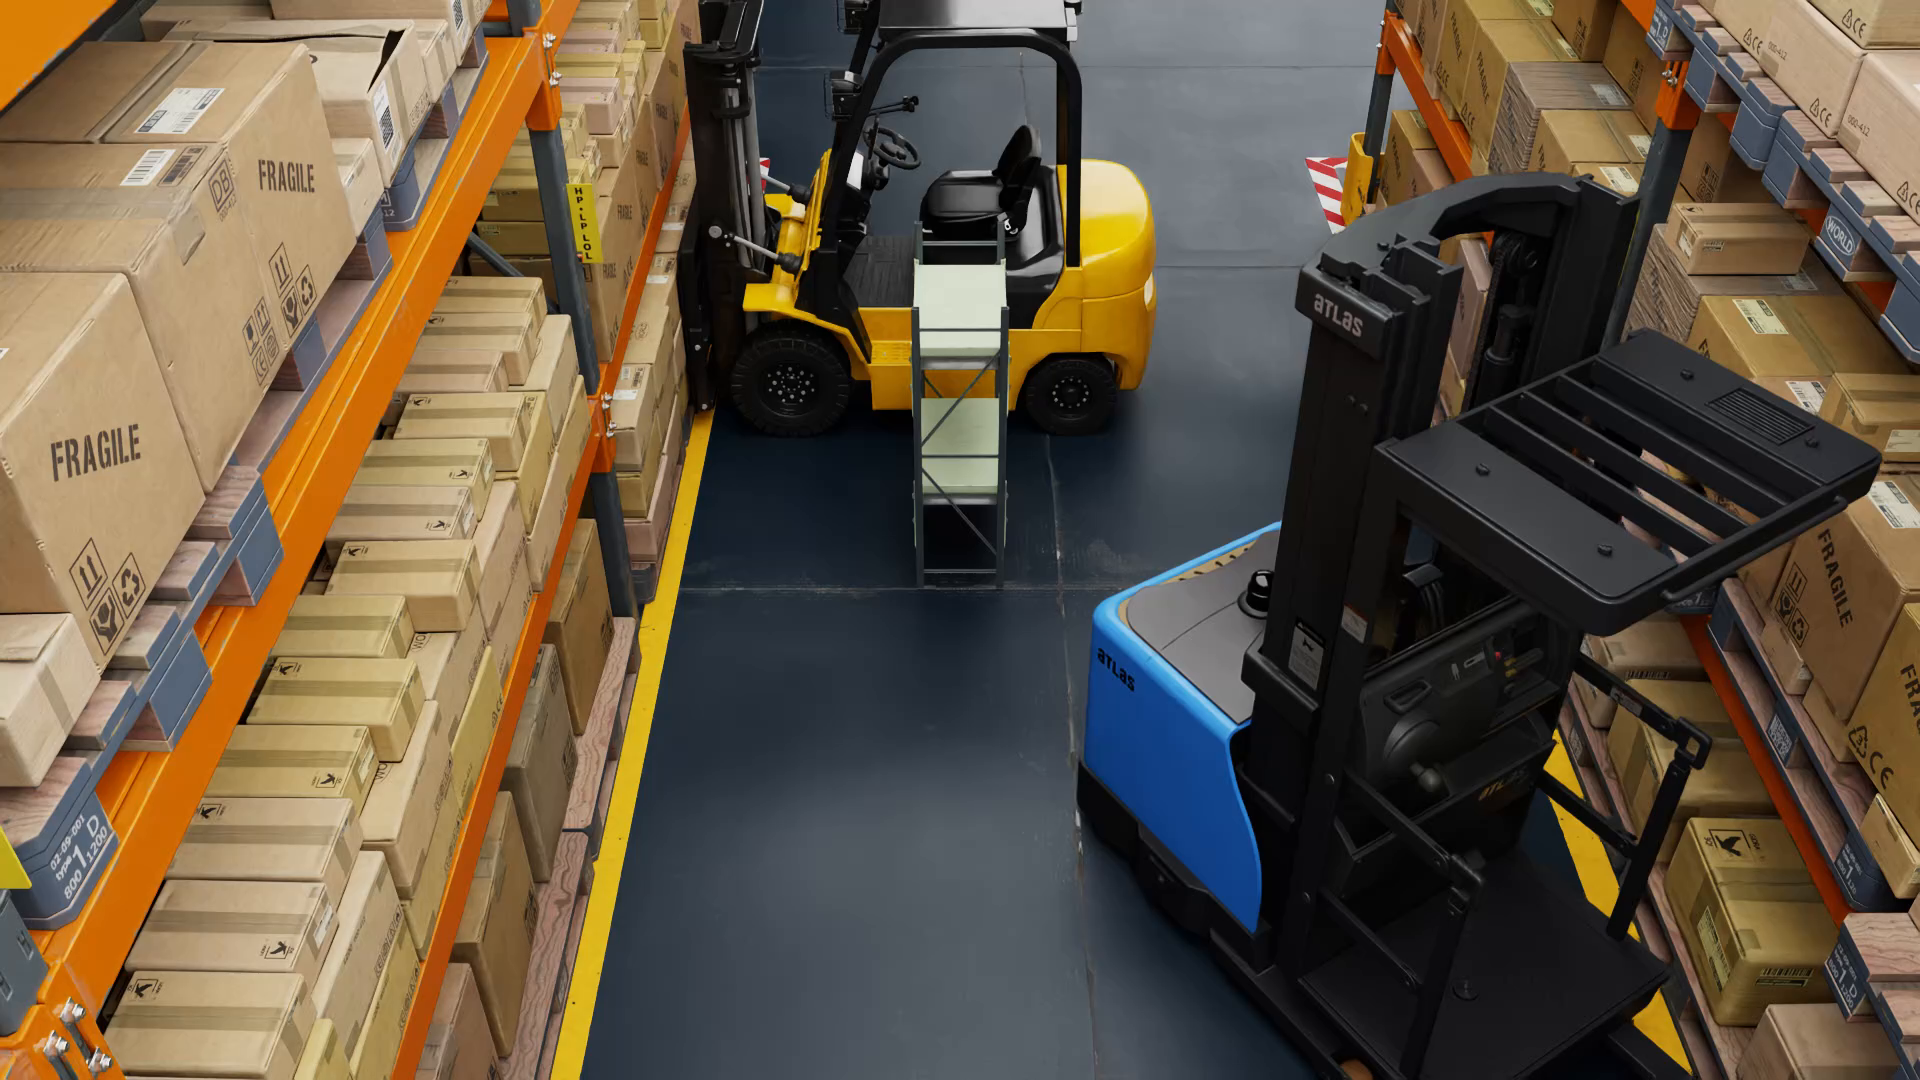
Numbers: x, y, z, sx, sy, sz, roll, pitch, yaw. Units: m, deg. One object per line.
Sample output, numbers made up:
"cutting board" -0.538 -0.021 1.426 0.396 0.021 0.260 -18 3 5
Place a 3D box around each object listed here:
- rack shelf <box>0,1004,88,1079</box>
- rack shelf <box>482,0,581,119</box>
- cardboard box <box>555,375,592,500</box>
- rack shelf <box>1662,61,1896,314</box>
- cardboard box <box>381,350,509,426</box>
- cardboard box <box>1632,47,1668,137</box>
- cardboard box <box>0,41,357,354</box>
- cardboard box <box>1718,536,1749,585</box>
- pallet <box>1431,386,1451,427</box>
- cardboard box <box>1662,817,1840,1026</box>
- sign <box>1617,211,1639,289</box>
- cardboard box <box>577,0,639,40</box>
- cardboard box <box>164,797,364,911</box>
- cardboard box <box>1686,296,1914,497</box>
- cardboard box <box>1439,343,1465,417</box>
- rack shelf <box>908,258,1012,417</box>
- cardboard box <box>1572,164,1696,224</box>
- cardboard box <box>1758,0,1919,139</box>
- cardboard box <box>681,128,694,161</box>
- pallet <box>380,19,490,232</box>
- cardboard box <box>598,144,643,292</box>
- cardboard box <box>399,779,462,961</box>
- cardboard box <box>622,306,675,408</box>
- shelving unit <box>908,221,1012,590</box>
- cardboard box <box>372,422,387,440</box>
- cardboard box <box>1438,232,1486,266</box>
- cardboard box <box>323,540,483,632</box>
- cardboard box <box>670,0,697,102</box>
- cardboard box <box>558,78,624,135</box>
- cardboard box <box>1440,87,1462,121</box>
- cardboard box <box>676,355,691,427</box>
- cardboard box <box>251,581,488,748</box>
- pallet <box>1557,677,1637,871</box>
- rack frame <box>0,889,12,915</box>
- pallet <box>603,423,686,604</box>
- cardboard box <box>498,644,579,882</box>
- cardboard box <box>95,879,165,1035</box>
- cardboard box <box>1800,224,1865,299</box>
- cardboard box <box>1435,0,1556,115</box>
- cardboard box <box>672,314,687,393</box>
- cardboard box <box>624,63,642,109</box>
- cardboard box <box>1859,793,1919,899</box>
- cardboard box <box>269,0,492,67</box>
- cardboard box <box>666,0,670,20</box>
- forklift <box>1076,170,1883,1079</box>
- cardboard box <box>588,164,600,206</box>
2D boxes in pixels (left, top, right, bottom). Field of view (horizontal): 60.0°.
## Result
"rack shelf" -1.938 2.110 1.141 1.077 0.370 4.000 0 39 0
"rack shelf" -1.947 -2.893 7.383 1.077 0.370 4.000 0 39 0
"cardboard box" -1.683 -0.379 6.190 0.500 0.250 0.500 1 39 1
"rack shelf" 3.021 -0.397 4.269 1.077 0.370 4.000 0 39 0
"cardboard box" -1.757 -0.517 5.643 0.380 0.149 0.250 0 39 0
"cardboard box" 3.256 -1.898 6.848 0.700 0.500 0.500 0 39 0
"cardboard box" -1.699 -0.753 3.642 0.500 0.500 0.500 1 39 1
"cardboard box" 2.730 0.016 5.442 0.380 0.149 0.250 1 39 1
"pallet" 2.978 -0.855 8.894 1.003 0.211 1.213 0 39 0
"cardboard box" 3.029 1.316 5.721 0.950 0.372 0.625 1 39 1
"sign" 2.476 -1.091 6.266 0.100 0.325 0.005 0 39 0
"cardboard box" -1.731 -2.479 7.854 0.380 0.149 0.250 0 39 1
"cardboard box" -1.687 0.766 4.042 0.380 0.149 0.250 0 39 0
"cardboard box" 2.734 -0.471 5.531 0.500 0.500 0.500 0 39 0
"cardboard box" 2.743 -0.870 8.545 0.500 0.250 0.500 1 39 1
"rack shelf" 0.000 -0.894 7.288 0.431 0.370 0.720 0 39 0
"cardboard box" 2.769 -1.191 6.765 0.500 0.500 0.500 -1 39 -1
"cardboard box" 2.620 -1.351 4.669 0.500 0.250 0.500 -1 39 -1
"cardboard box" -1.631 -2.128 9.315 0.500 0.250 0.500 1 39 1
"pallet" -1.931 -1.297 4.969 0.805 0.209 1.217 -1 39 -2
"cardboard box" -1.702 -1.395 7.257 0.500 0.500 0.500 1 39 1
"cardboard box" -1.700 0.893 4.602 0.500 0.250 0.500 -1 39 -2
"cardboard box" -1.622 -0.856 7.728 0.500 0.250 0.500 0 39 0
"shelving unit" 0.000 -0.589 7.532 0.431 1.500 0.755 0 39 0
"cardboard box" -2.210 -0.257 5.638 0.500 0.250 0.500 0 39 -1
"cardboard box" 2.736 -1.483 8.711 0.500 0.500 0.500 1 39 1
"cardboard box" -1.614 0.134 4.831 0.380 0.149 0.250 -1 39 -1
"cardboard box" -1.695 -2.661 8.837 0.500 0.500 0.500 1 39 1
"cardboard box" -1.646 -1.844 7.062 0.380 0.149 0.250 1 39 1
"cardboard box" 2.729 -2.305 8.674 0.380 0.149 0.250 1 39 1
"cardboard box" -1.647 -0.785 8.439 0.500 0.250 0.500 1 39 1
"cardboard box" -1.704 0.375 4.849 0.500 0.250 0.500 0 39 1
"pallet" 3.021 0.817 6.808 1.003 0.211 1.213 0 39 0
"rack frame" -1.940 -0.592 1.538 1.000 3.000 0.127 0 39 0
"pallet" -1.904 -0.162 8.028 1.003 0.211 1.213 0 39 0
"cardboard box" -1.940 0.822 6.134 0.875 0.625 0.625 0 39 0
"cardboard box" -2.221 1.012 4.054 0.500 0.250 0.500 0 39 0
"cardboard box" 3.249 -0.789 5.927 0.500 0.500 0.500 -1 39 -1
"cardboard box" 2.743 -2.476 8.369 0.500 0.500 0.500 -1 39 -1
"cardboard box" -1.628 -0.970 8.271 0.500 0.250 0.500 0 39 0
"cardboard box" -1.655 -2.045 7.549 0.380 0.149 0.250 -1 39 -1
"cardboard box" 2.663 0.818 4.442 0.380 0.149 0.250 1 39 1
"cardboard box" -1.700 -1.639 4.898 0.500 0.311 0.500 -1 39 -1
"cardboard box" -1.664 -2.685 8.349 0.380 0.149 0.250 -1 39 -2
"forklift" 1.694 0.530 4.991 1.130 2.935 3.031 -22 44 -26
"cardboard box" -1.684 -1.406 6.753 0.380 0.149 0.250 1 39 1
